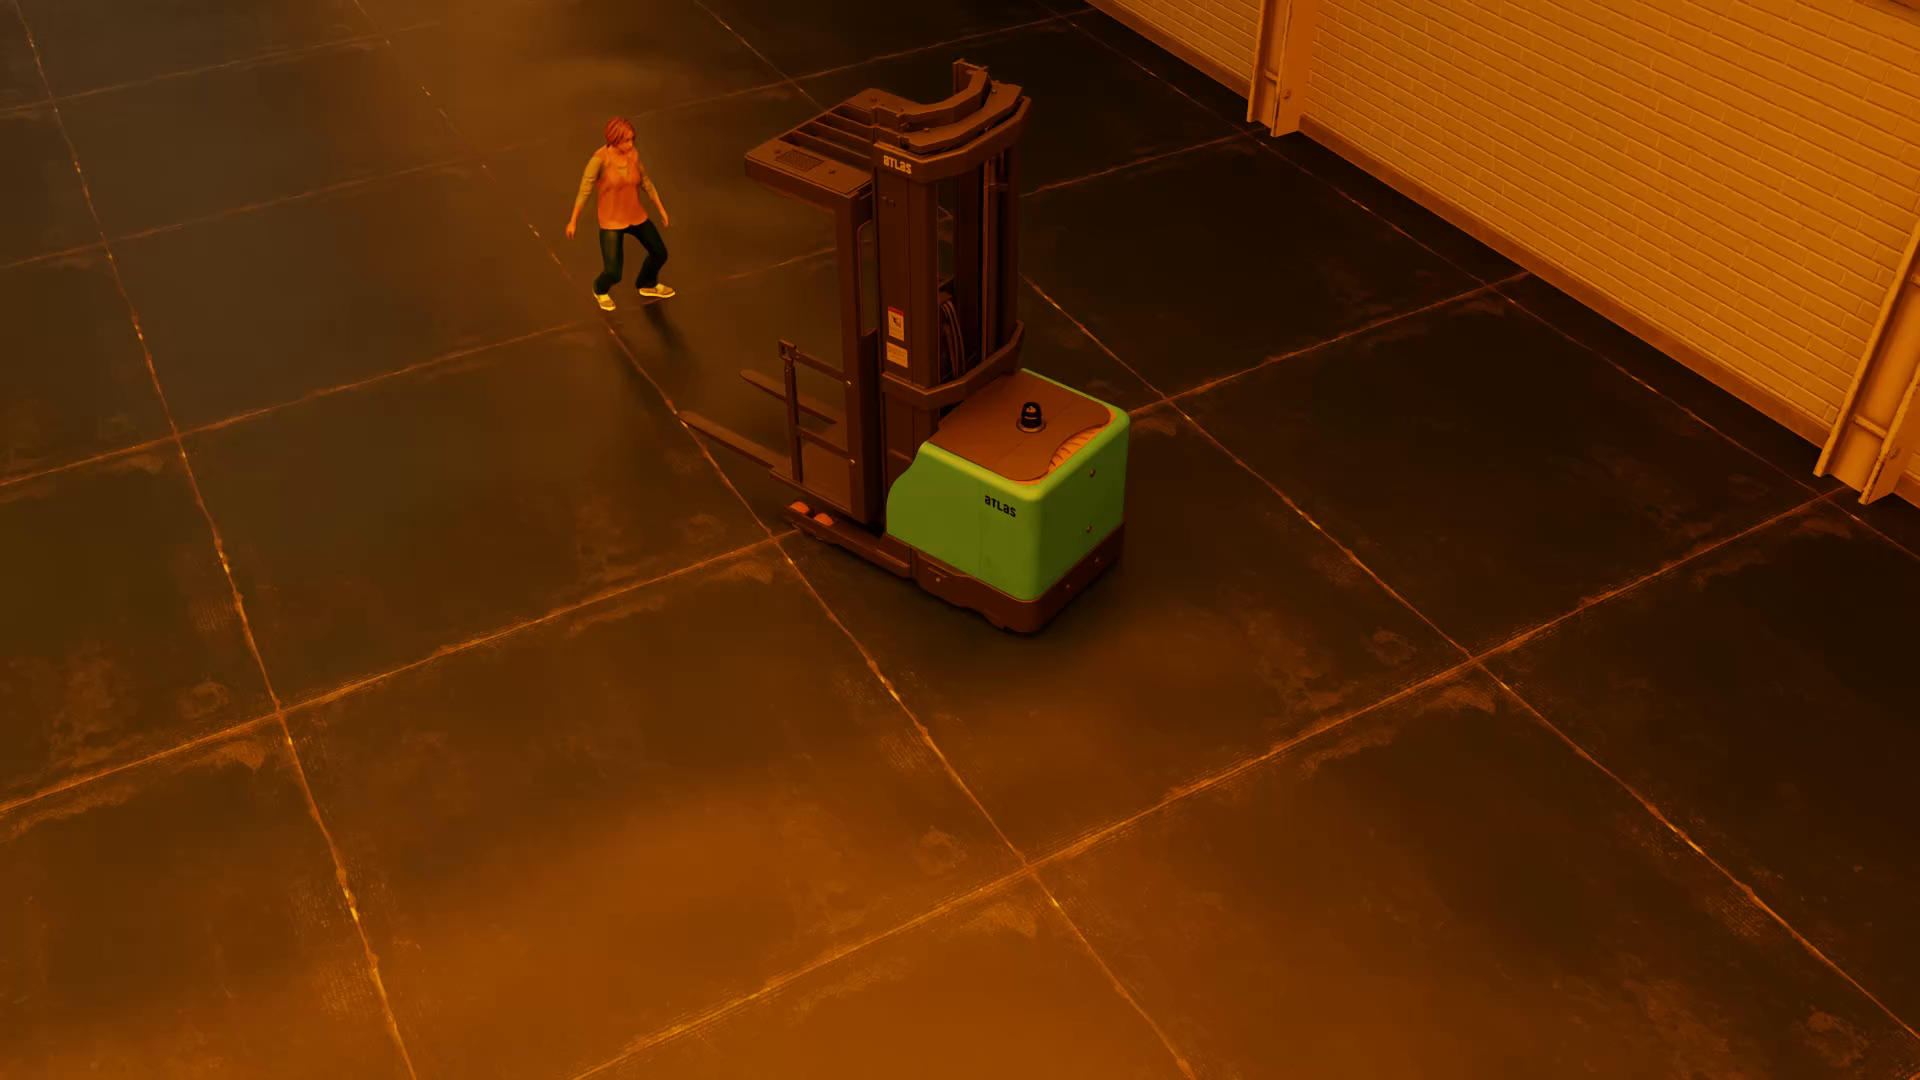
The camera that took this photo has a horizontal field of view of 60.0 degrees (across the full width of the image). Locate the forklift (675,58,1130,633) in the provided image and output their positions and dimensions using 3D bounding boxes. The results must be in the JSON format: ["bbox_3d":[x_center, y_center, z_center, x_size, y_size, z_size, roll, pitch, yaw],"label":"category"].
[{"bbox_3d":[-0.481,-1.366,9.683,3.031,2.935,1.130,26,46,28],"label":"forklift"}]

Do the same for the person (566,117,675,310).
[{"bbox_3d":[-2.466,-2.315,11.941,0.744,1.521,0.449,-25,46,-27],"label":"person"}]
